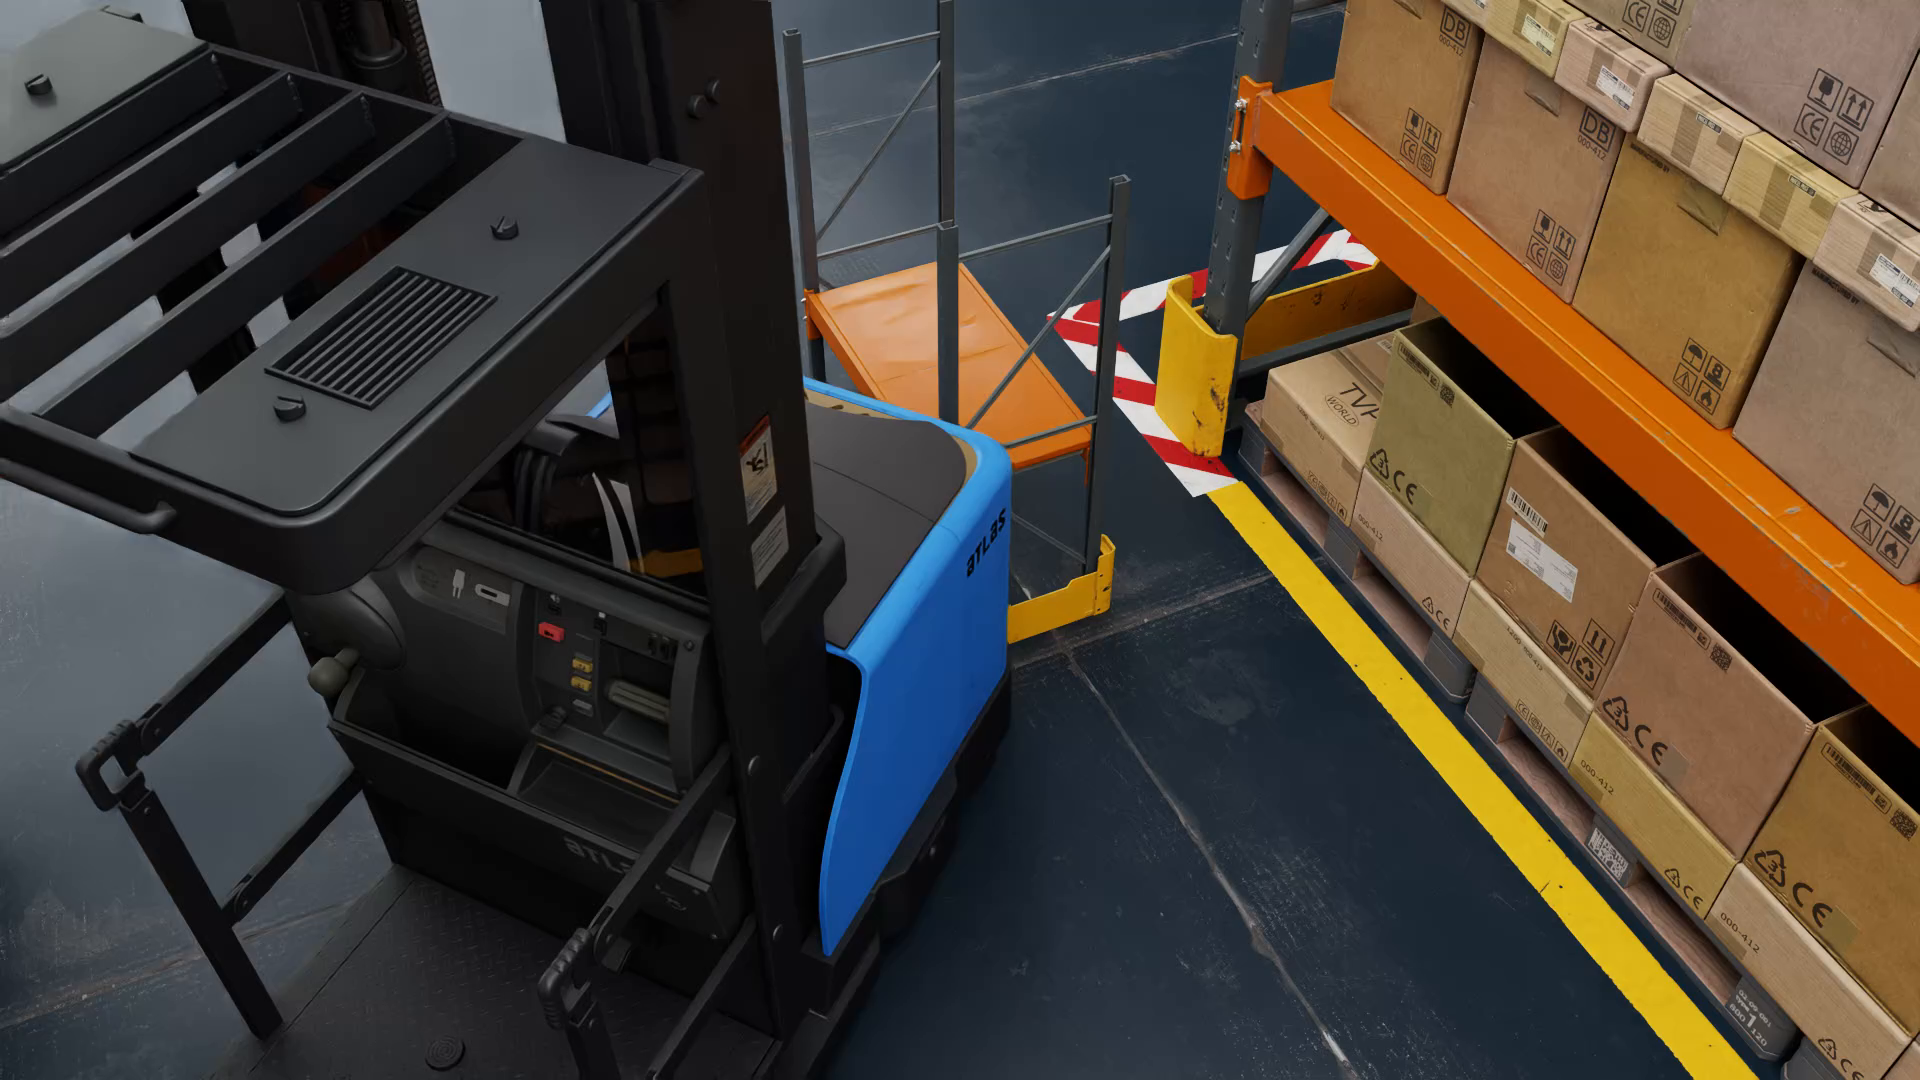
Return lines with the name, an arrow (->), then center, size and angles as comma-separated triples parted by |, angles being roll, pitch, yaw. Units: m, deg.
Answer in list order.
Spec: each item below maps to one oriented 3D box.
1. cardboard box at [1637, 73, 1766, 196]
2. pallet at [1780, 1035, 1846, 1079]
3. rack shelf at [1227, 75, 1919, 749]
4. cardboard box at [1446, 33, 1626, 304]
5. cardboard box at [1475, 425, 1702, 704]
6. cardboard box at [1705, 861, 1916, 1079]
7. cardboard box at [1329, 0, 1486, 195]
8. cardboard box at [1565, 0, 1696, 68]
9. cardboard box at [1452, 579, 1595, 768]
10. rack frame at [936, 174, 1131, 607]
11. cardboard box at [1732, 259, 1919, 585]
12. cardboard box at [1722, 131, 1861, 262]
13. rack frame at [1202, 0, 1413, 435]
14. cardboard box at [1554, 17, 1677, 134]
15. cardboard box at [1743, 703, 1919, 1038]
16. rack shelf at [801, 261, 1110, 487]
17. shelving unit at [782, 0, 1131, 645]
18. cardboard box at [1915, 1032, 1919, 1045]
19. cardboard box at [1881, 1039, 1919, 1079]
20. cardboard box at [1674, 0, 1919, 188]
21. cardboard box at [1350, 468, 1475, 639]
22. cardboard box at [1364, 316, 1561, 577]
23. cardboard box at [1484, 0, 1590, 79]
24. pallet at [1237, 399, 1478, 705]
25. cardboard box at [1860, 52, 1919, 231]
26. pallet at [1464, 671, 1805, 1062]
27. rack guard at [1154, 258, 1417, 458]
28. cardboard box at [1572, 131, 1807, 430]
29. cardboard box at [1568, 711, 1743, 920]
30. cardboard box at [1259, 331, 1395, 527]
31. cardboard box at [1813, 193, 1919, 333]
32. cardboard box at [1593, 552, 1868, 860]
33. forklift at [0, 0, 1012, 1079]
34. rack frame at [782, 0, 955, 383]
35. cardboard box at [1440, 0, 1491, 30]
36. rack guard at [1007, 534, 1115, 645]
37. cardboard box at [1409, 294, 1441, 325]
cardboard box -> 1.664, -0.887, 3.481 | 0.380, 0.149, 0.250 | -20, 48, -19
pallet -> 2.644, 1.431, 3.650 | 1.003, 0.211, 1.213 | -18, 47, -17
rack shelf -> 2.100, -0.061, 3.689 | 1.077, 0.370, 4.000 | -18, 47, -17
cardboard box -> 1.669, -0.993, 4.049 | 0.700, 0.500, 0.500 | -17, 47, -16
cardboard box -> 1.716, 0.011, 4.228 | 0.500, 0.500, 0.500 | -18, 47, -17
cardboard box -> 2.123, 0.920, 3.841 | 0.500, 0.250, 0.500 | -18, 47, -17
cardboard box -> 1.444, -1.326, 4.387 | 0.700, 0.500, 0.500 | -18, 47, -17
cardboard box -> 1.692, -1.421, 3.559 | 0.700, 0.500, 0.500 | -19, 48, -18
cardboard box -> 1.706, 0.281, 4.488 | 0.500, 0.250, 0.500 | -18, 47, -17
rack frame -> 0.178, -0.264, 4.450 | 0.500, 1.500, 0.032 | -18, 47, -17
cardboard box -> 2.097, -0.340, 3.388 | 0.700, 0.500, 0.500 | -17, 47, -16
cardboard box -> 1.772, -0.725, 3.316 | 0.380, 0.149, 0.250 | -19, 48, -18
rack frame -> 1.259, -1.592, 4.728 | 1.000, 3.000, 0.127 | -18, 47, -17
cardboard box -> 1.550, -1.056, 3.652 | 0.380, 0.149, 0.250 | -19, 48, -18
cardboard box -> 2.134, 0.649, 3.581 | 0.500, 0.500, 0.500 | -18, 47, -17
rack shelf -> -0.036, -0.460, 4.905 | 0.538, 0.185, 1.000 | -18, 47, -17
shelving unit -> -0.032, -0.582, 4.772 | 0.587, 1.500, 1.083 | -18, 47, -17
cardboard box -> 2.348, 0.966, 3.260 | 0.500, 0.500, 0.500 | -18, 47, -17
cardboard box -> 2.346, 1.234, 3.522 | 0.500, 0.250, 0.500 | -18, 47, -17
cardboard box -> 1.905, -1.100, 3.234 | 0.700, 0.500, 0.500 | -18, 47, -17
cardboard box -> 1.496, -0.038, 4.811 | 0.500, 0.250, 0.500 | -18, 47, -17
cardboard box -> 1.495, -0.304, 4.547 | 0.500, 0.500, 0.500 | -18, 47, -17
cardboard box -> 1.446, -1.218, 3.816 | 0.380, 0.149, 0.250 | -18, 47, -17
pallet -> 1.619, -0.124, 5.226 | 1.003, 0.211, 1.213 | -18, 47, -17
cardboard box -> 2.115, -0.781, 2.911 | 0.700, 0.500, 0.500 | -18, 47, -17
pallet -> 2.128, 0.652, 4.439 | 1.003, 0.211, 1.213 | -18, 47, -17
rack guard -> 1.249, -0.717, 5.621 | 1.175, 0.500, 0.348 | -18, 47, -17
cardboard box -> 1.872, -0.675, 3.727 | 0.700, 0.500, 0.500 | -18, 47, -17
cardboard box -> 1.912, 0.601, 4.164 | 0.500, 0.250, 0.500 | -18, 47, -17
cardboard box -> 1.283, -0.355, 5.133 | 0.500, 0.250, 0.500 | -18, 47, -17
cardboard box -> 1.874, -0.565, 3.154 | 0.380, 0.149, 0.250 | -18, 47, -17
cardboard box -> 1.911, 0.335, 3.900 | 0.500, 0.500, 0.500 | -18, 47, -17
forklift -> -0.959, 0.269, 2.891 | 1.130, 2.935, 3.031 | 19, 48, 18
rack frame -> -0.250, -0.912, 5.107 | 0.500, 1.500, 0.032 | -18, 47, -17
cardboard box -> 1.342, -1.377, 3.977 | 0.380, 0.149, 0.250 | -19, 48, -18
rack guard -> 0.177, 0.180, 4.890 | 0.587, 0.250, 0.087 | -18, 47, -17
cardboard box -> 1.754, -0.776, 5.025 | 0.500, 0.500, 0.500 | -18, 47, -17
